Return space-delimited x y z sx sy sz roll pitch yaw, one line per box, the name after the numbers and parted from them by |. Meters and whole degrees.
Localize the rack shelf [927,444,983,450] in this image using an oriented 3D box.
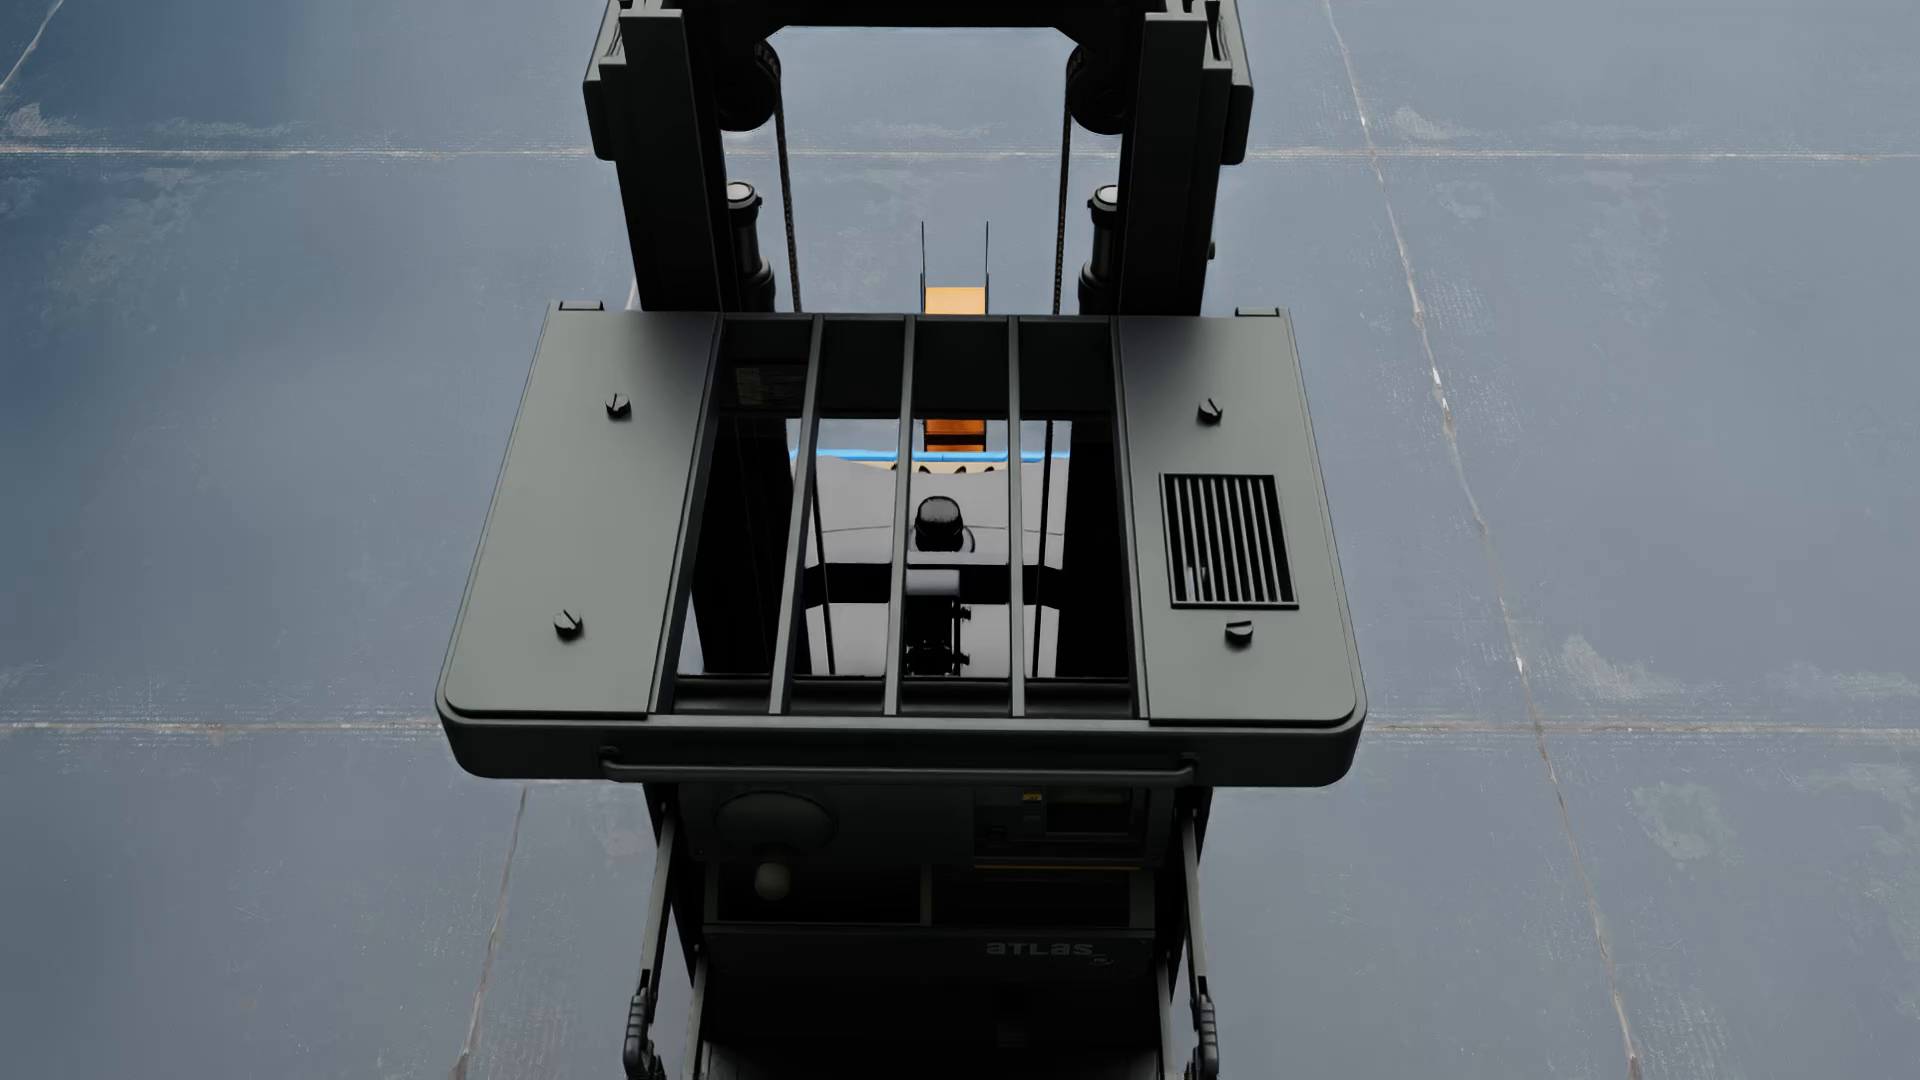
-0.014 -0.297 5.188 0.180 0.103 0.258 0 47 0 | rack shelf

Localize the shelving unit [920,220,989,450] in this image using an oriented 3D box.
-0.014 -0.409 5.067 0.189 1.200 0.258 0 47 0 | shelving unit

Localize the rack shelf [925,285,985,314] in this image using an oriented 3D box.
-0.014 -0.624 4.836 0.180 0.103 0.258 0 47 0 | rack shelf

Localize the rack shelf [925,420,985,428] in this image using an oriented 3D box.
-0.014 -0.460 5.012 0.180 0.103 0.258 0 47 0 | rack shelf

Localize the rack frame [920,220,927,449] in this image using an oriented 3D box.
-0.106 -0.409 5.067 0.006 1.200 0.240 0 47 0 | rack frame

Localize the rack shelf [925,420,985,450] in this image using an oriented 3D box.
-0.014 -0.379 5.100 0.180 0.103 0.258 0 47 0 | rack shelf

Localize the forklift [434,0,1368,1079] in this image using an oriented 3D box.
-0.064 0.579 2.966 1.130 2.935 3.031 1 47 1 | forklift

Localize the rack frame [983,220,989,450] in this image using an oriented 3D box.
0.077 -0.409 5.067 0.006 1.200 0.240 0 47 0 | rack frame
